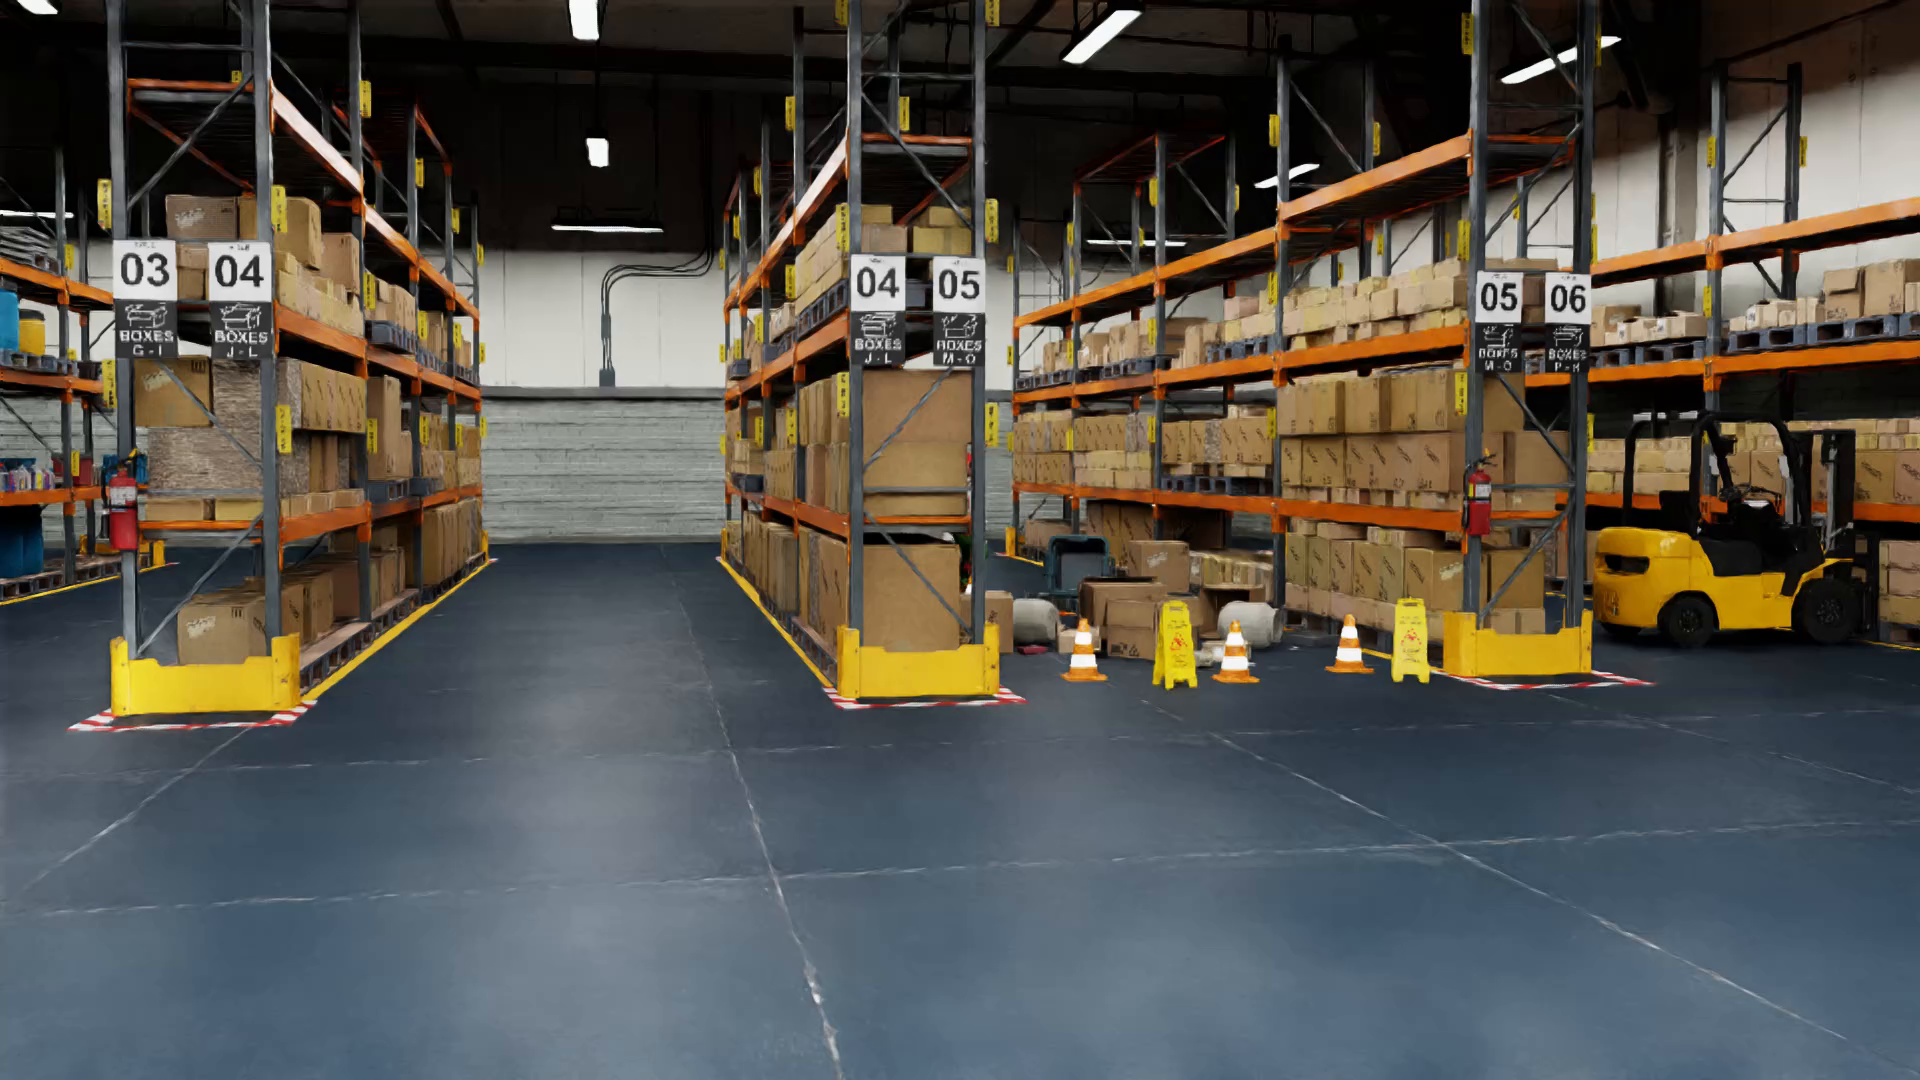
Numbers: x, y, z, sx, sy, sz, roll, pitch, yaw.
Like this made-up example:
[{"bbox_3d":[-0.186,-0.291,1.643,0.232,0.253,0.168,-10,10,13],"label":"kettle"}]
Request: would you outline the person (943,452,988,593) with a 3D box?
[{"bbox_3d":[-0.001,-0.116,18.169,0.744,1.721,0.655,1,3,16],"label":"person"}]
